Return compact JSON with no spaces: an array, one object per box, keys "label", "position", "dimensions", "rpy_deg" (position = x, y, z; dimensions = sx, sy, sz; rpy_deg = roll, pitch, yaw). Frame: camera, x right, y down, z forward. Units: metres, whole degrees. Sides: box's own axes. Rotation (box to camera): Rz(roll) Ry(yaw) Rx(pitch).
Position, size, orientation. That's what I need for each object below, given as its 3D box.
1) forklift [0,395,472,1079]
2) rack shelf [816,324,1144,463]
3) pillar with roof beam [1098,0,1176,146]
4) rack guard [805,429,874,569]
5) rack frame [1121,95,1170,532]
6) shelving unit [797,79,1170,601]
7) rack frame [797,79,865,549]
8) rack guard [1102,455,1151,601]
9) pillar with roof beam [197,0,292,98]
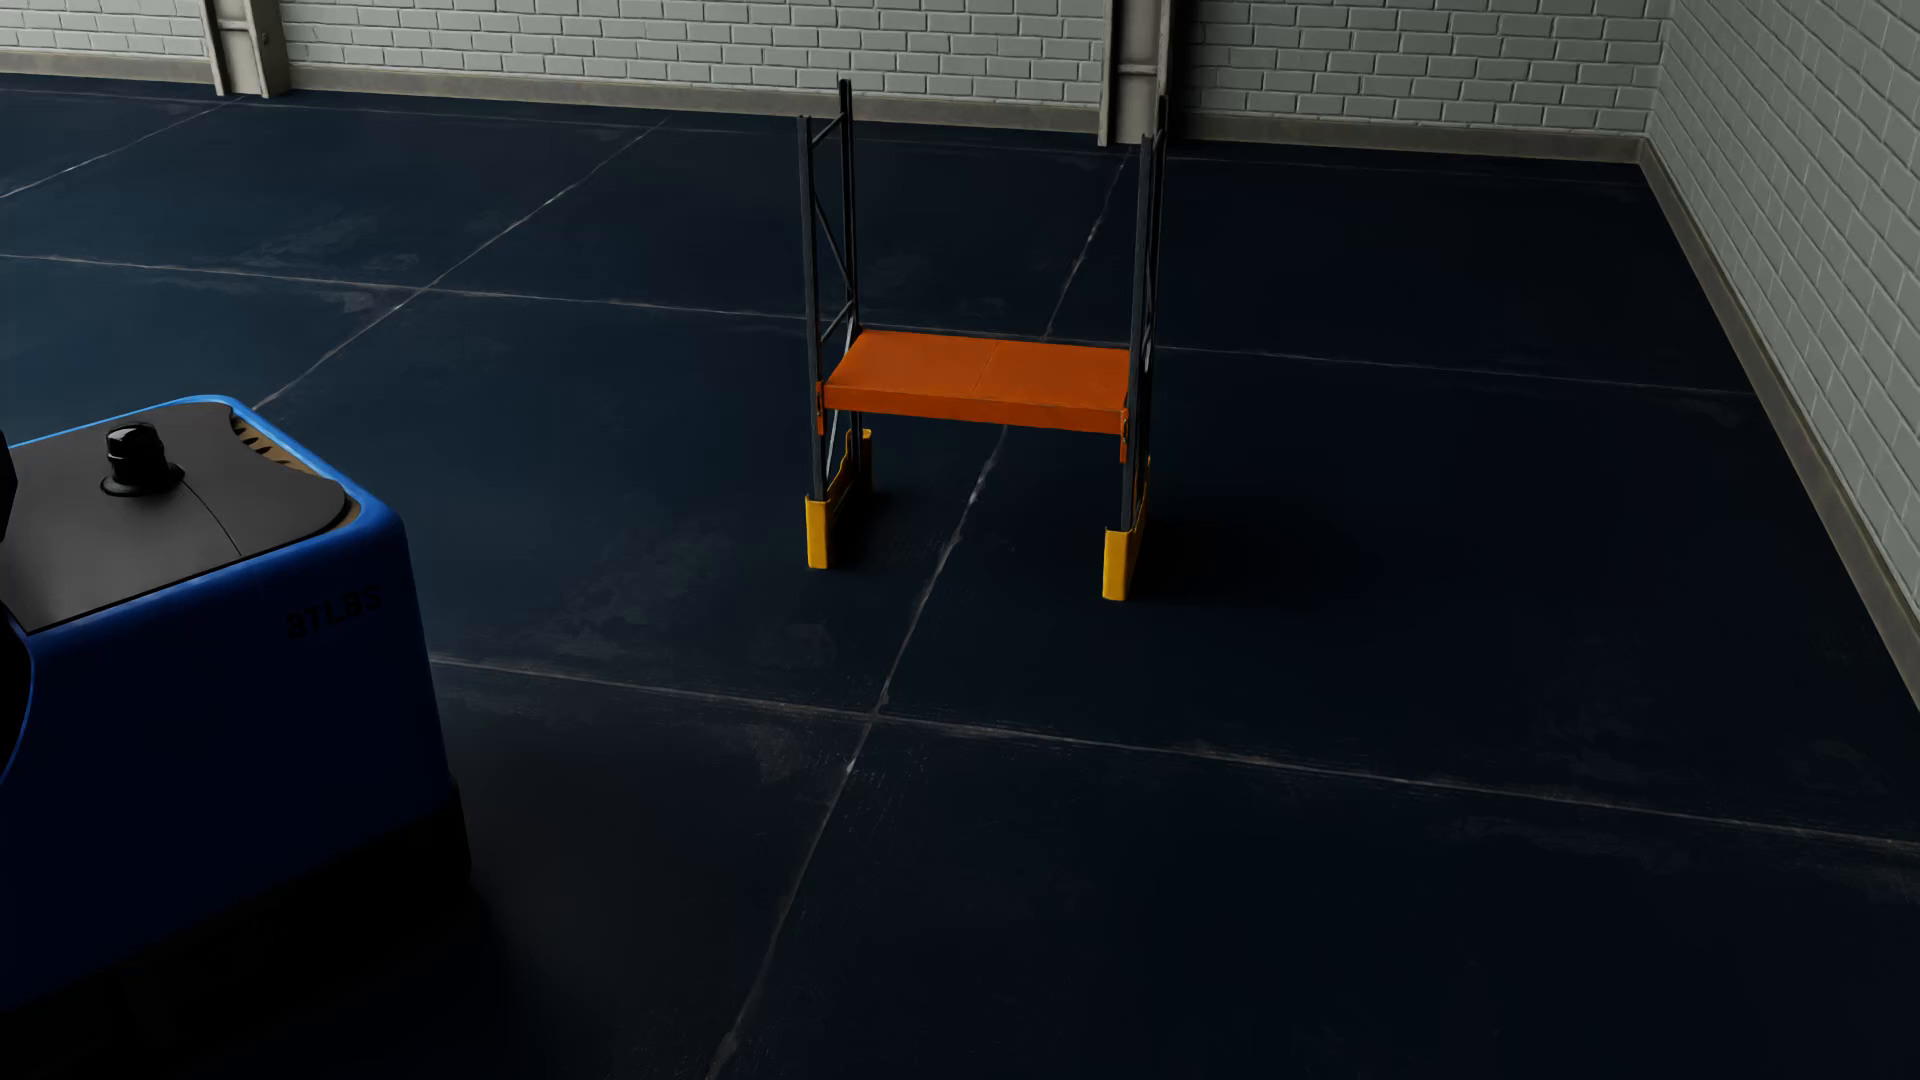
[{"label":"forklift","position":[-2.618,-0.078,2.840],"dimensions":[3.031,2.935,1.130],"rpy_deg":[-25,37,-37]},{"label":"rack shelf","position":[0.083,-0.492,5.461],"dimensions":[1.000,0.185,0.538],"rpy_deg":[6,29,11]},{"label":"pillar with roof beam","position":[0.168,-4.383,4.384],"dimensions":[0.400,9.000,9.100],"rpy_deg":[6,29,11]},{"label":"rack guard","position":[-0.412,-0.152,5.767],"dimensions":[0.087,0.250,0.587],"rpy_deg":[6,29,11]},{"label":"rack frame","position":[0.581,-0.598,5.281],"dimensions":[0.032,1.500,0.500],"rpy_deg":[6,29,11]},{"label":"shelving unit","position":[0.075,-0.650,5.376],"dimensions":[1.083,1.500,0.587],"rpy_deg":[6,29,11]},{"label":"rack frame","position":[-0.414,-0.700,5.467],"dimensions":[0.032,1.500,0.500],"rpy_deg":[6,29,11]},{"label":"rack guard","position":[0.562,-0.052,5.585],"dimensions":[0.087,0.250,0.587],"rpy_deg":[6,29,11]},{"label":"pillar with roof beam","position":[-5.700,-4.984,5.483],"dimensions":[0.400,9.000,9.100],"rpy_deg":[6,29,11]}]
